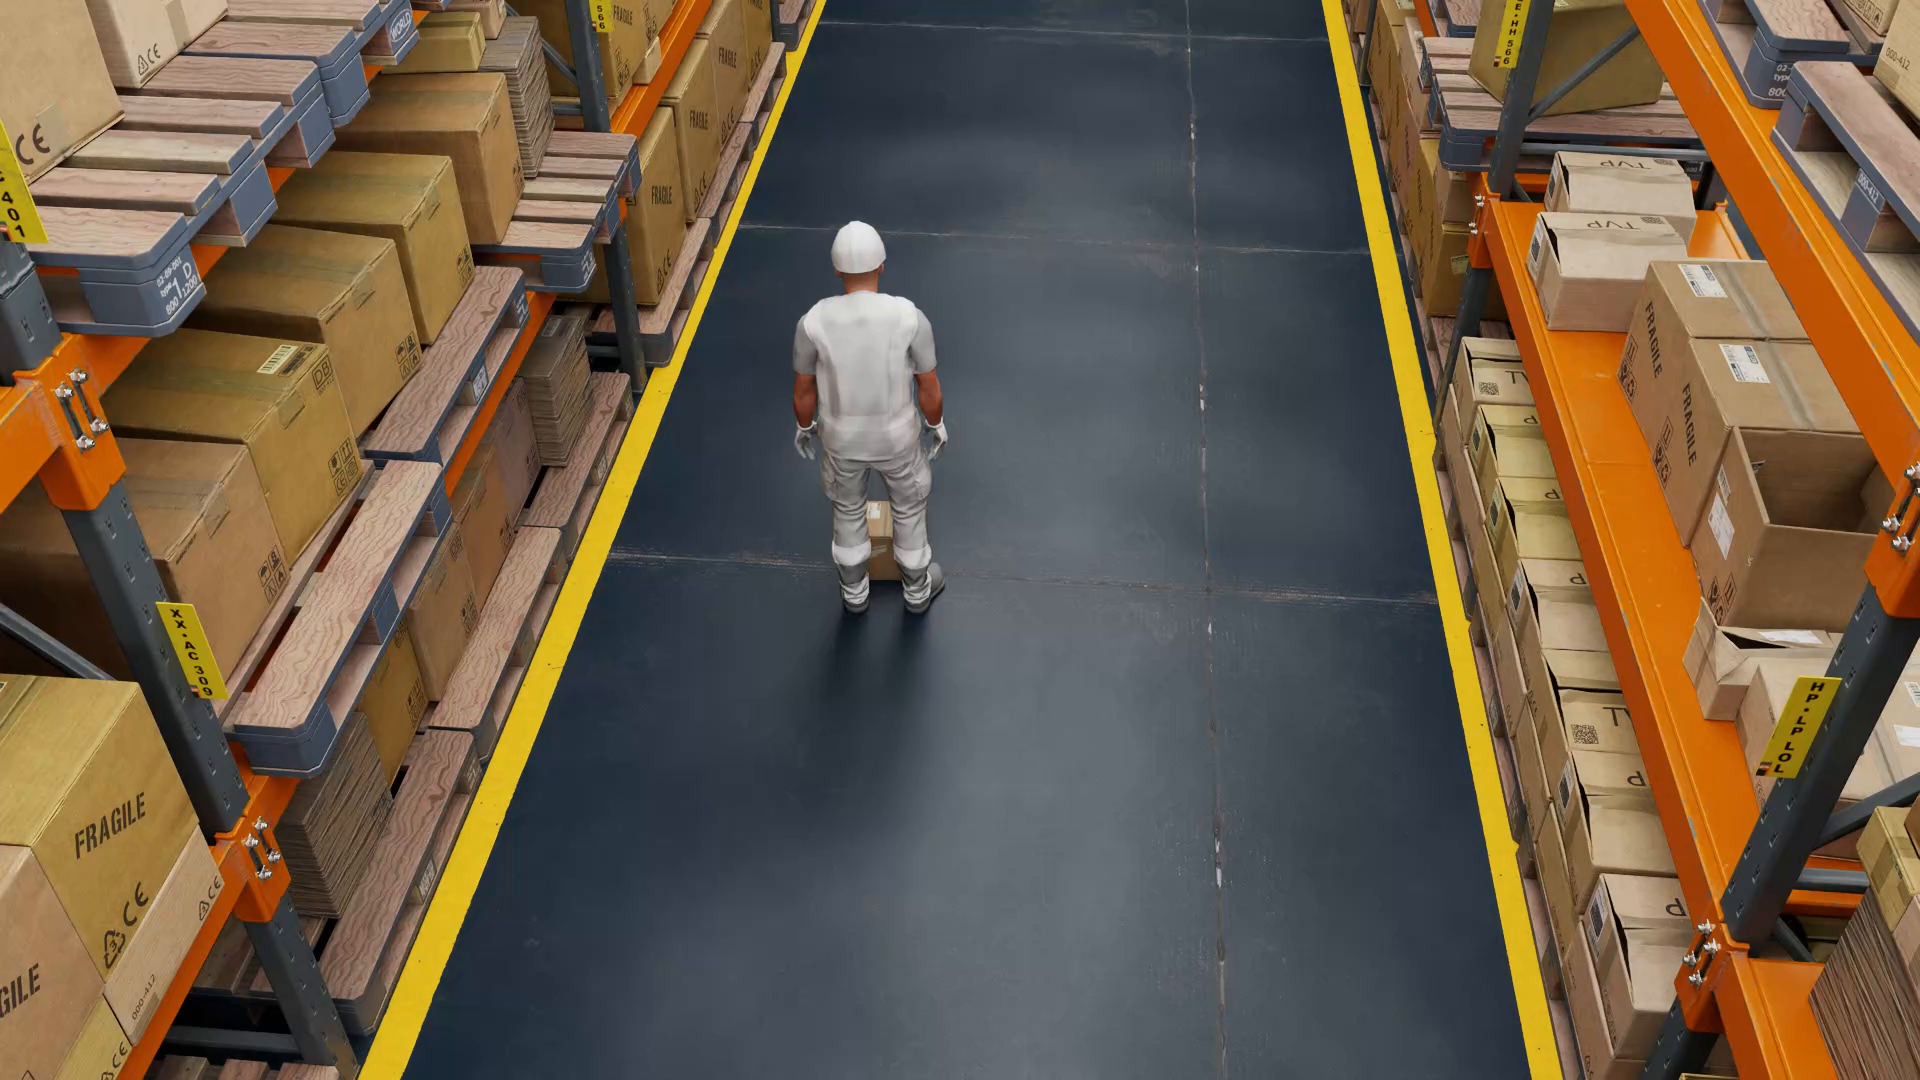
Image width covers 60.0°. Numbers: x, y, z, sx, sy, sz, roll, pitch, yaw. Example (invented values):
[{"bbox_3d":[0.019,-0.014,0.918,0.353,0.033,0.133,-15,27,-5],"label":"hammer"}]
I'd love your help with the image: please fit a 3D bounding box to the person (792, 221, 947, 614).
[{"bbox_3d":[-0.360,-0.442,6.677,0.618,1.779,0.452,1,40,1],"label":"person"}]
